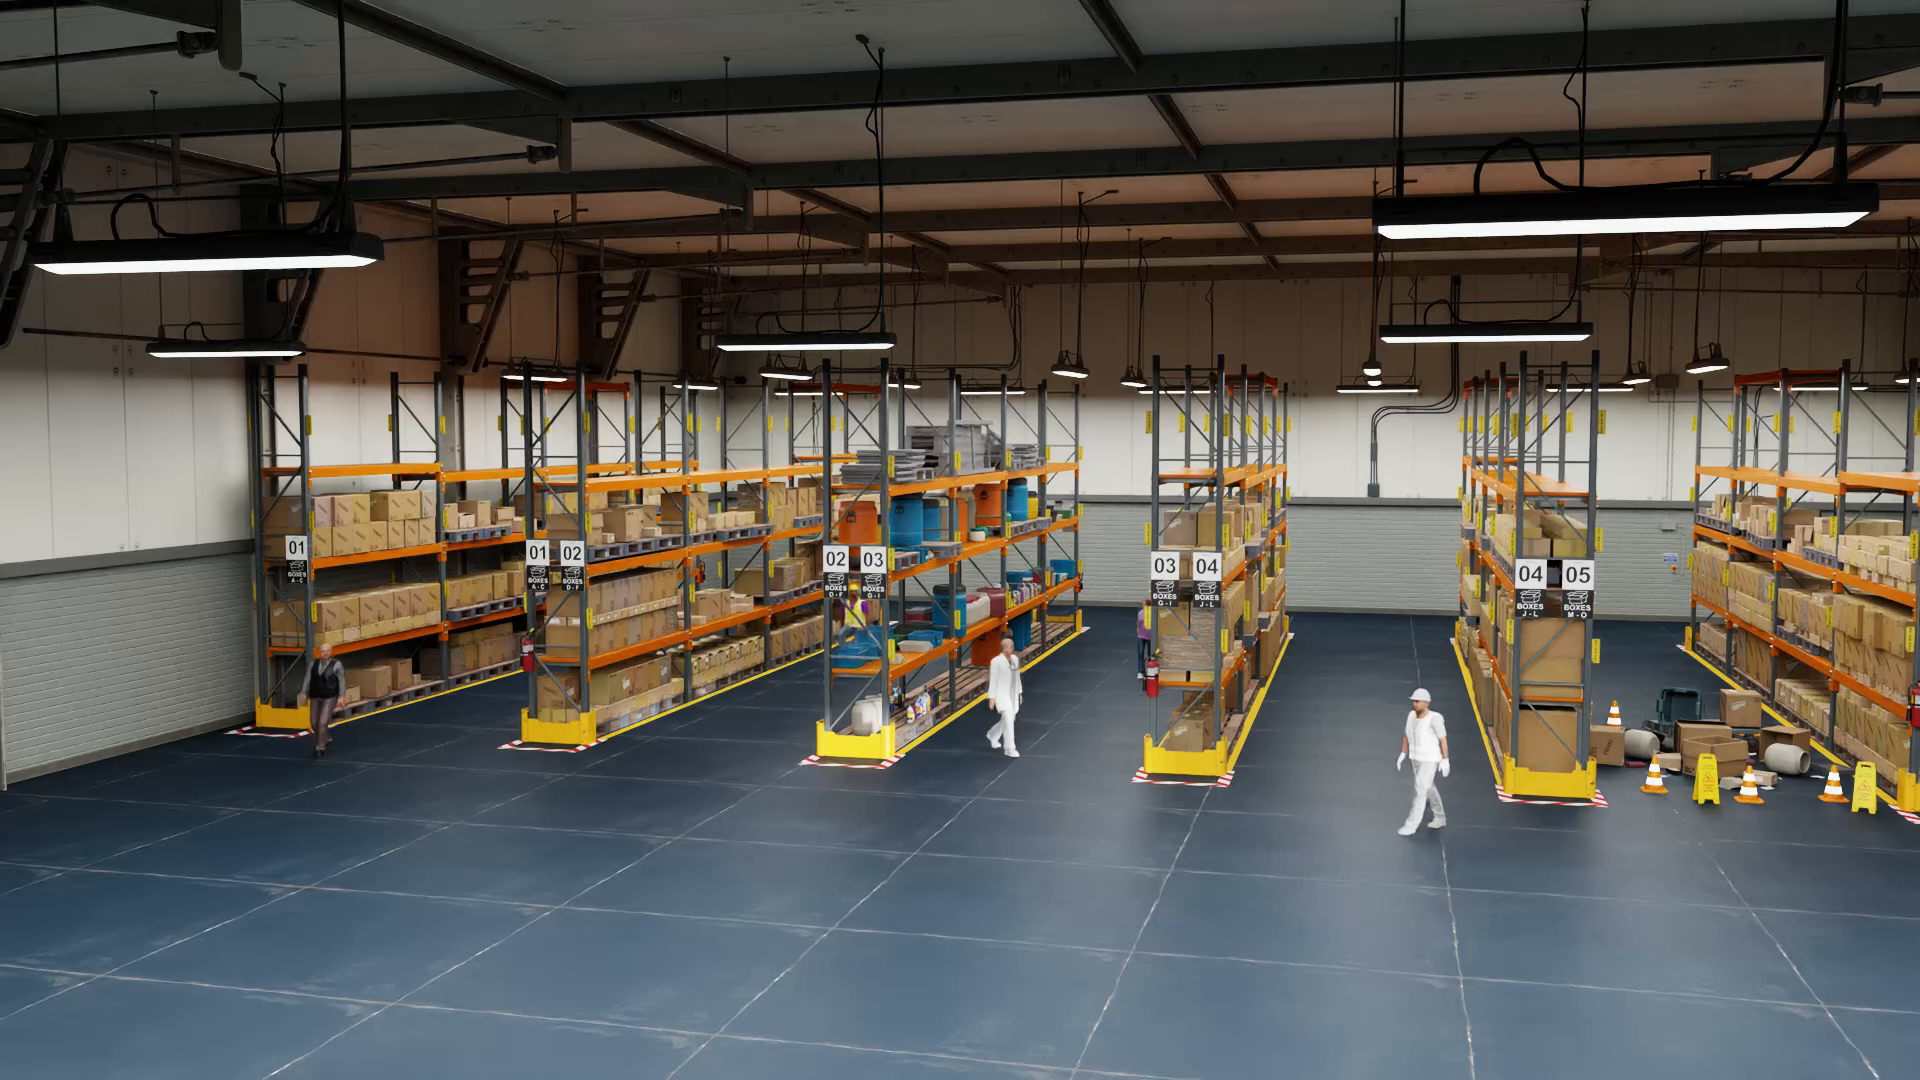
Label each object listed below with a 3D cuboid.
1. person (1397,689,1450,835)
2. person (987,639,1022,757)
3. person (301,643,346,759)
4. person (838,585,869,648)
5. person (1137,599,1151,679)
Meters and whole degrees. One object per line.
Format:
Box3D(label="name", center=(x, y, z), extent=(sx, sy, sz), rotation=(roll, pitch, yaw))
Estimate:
Box3D(label="person", center=(5.619, 2.694, 20.396), extent=(0.929, 1.739, 0.585), rotation=(-2, 4, -23))
Box3D(label="person", center=(0.690, 2.375, 25.386), extent=(0.634, 1.750, 0.932), rotation=(-4, 5, -44))
Box3D(label="person", center=(-9.666, 2.428, 25.275), extent=(0.609, 1.724, 0.741), rotation=(0, 4, 0))
Box3D(label="person", center=(-2.146, 1.660, 33.454), extent=(0.677, 1.523, 1.084), rotation=(1, 4, 17))
Box3D(label="person", center=(3.695, 1.937, 32.947), extent=(0.397, 1.537, 0.972), rotation=(1, 4, 12))
